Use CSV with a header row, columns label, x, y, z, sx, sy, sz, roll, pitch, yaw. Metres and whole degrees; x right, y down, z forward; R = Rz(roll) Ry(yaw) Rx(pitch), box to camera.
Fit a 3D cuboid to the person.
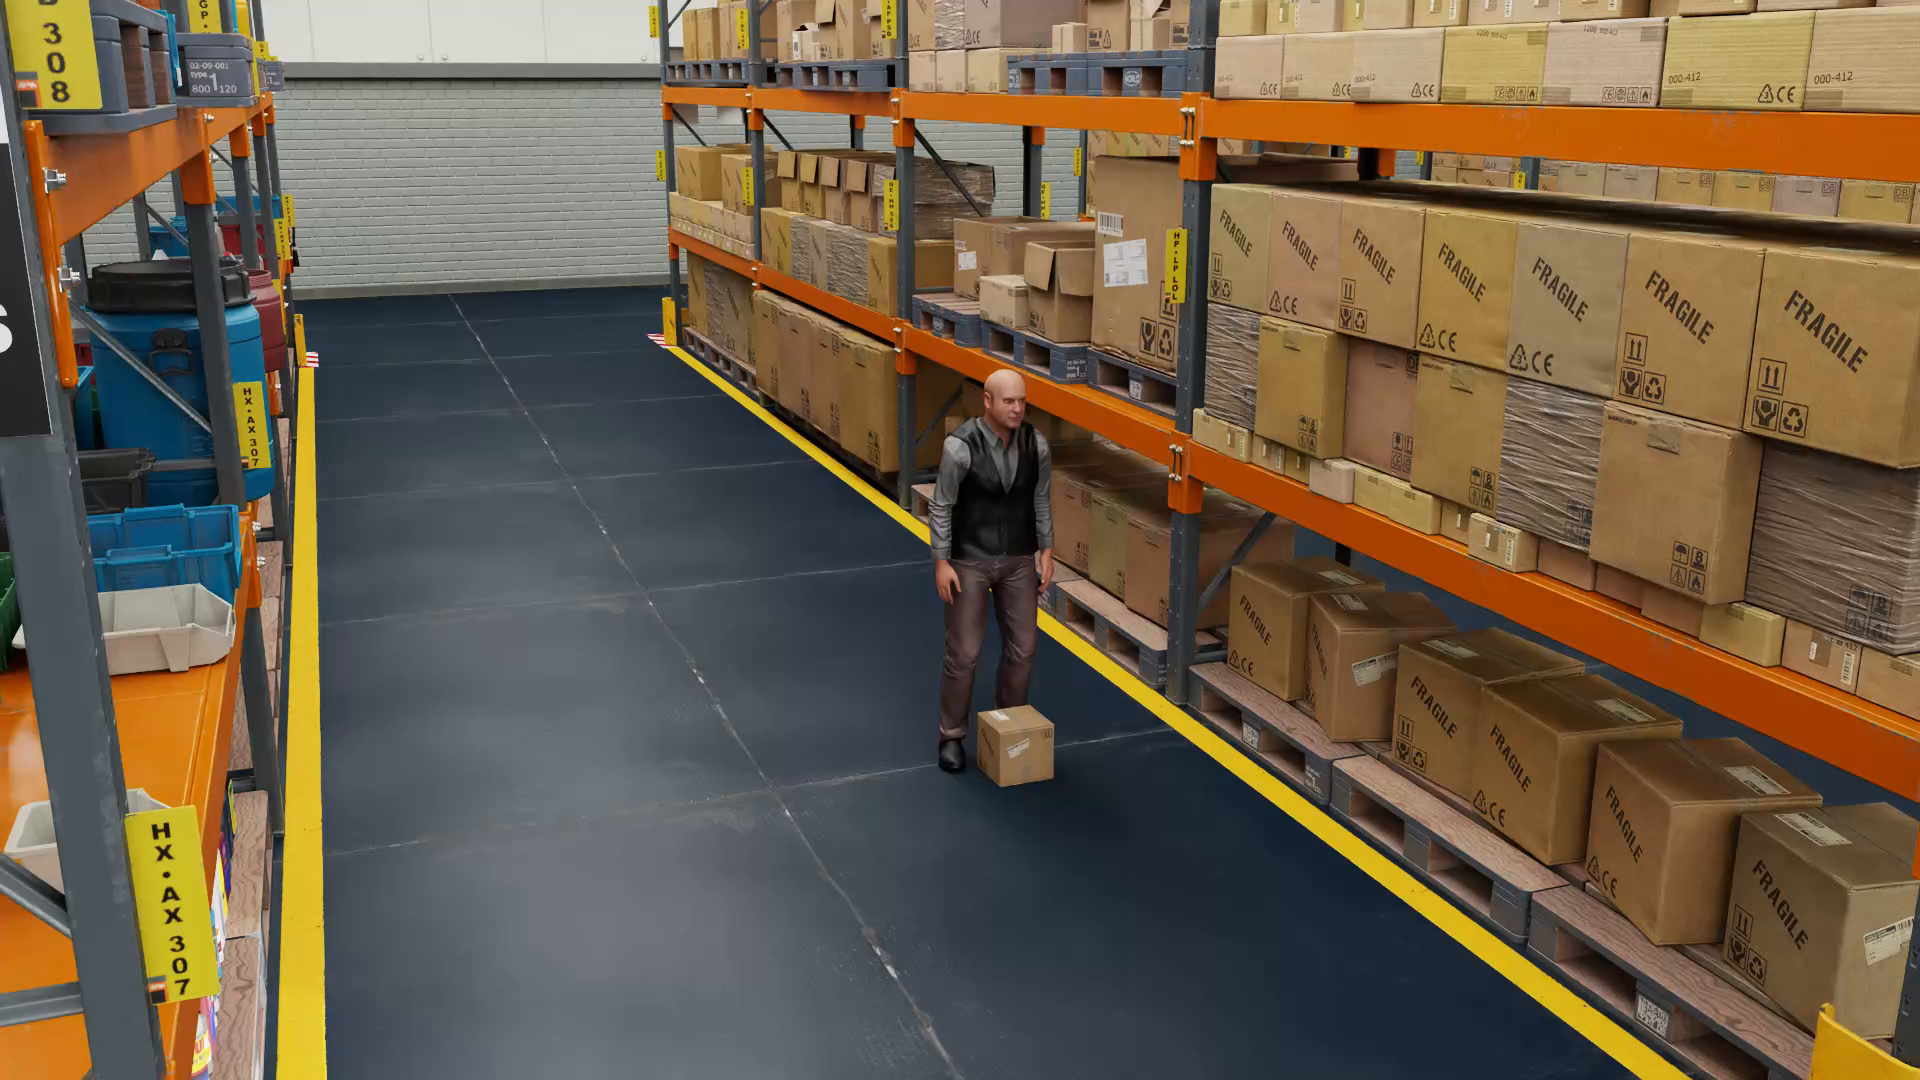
label,x,y,z,sx,sy,sz,roll,pitch,yaw
person,0.135,0.104,7.195,0.591,1.720,0.425,-7,17,-24
